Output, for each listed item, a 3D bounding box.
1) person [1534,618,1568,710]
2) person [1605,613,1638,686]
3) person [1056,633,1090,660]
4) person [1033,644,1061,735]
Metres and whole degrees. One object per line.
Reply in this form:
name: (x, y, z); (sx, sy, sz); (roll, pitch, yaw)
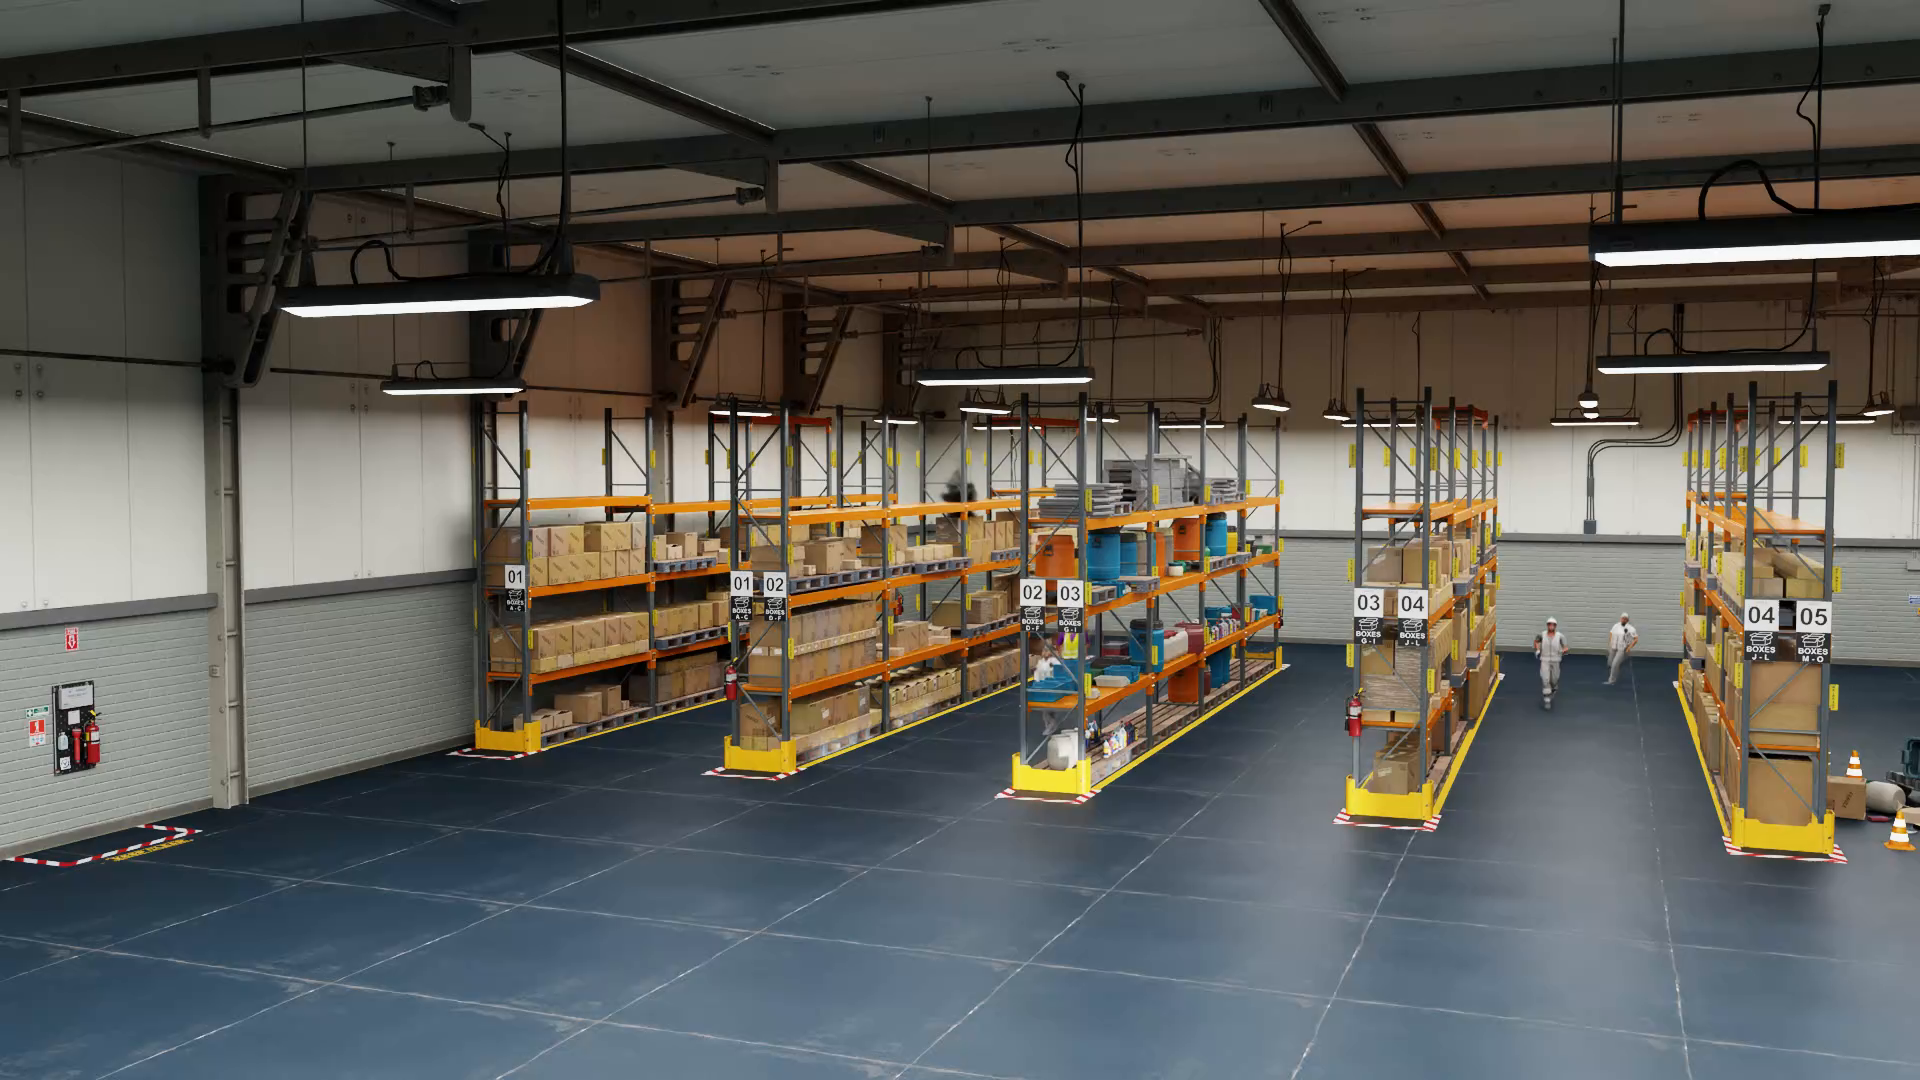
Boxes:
person: (11.897, 2.466, 33.490); (0.654, 1.796, 0.993); (1, 3, 19)
person: (14.618, 2.416, 36.760); (0.671, 1.600, 0.711); (-2, 4, -42)
person: (2.339, 2.466, 34.499); (0.693, 1.737, 0.744); (0, 3, 9)
person: (1.601, 2.709, 30.226); (0.624, 1.663, 0.492); (1, 3, 26)
